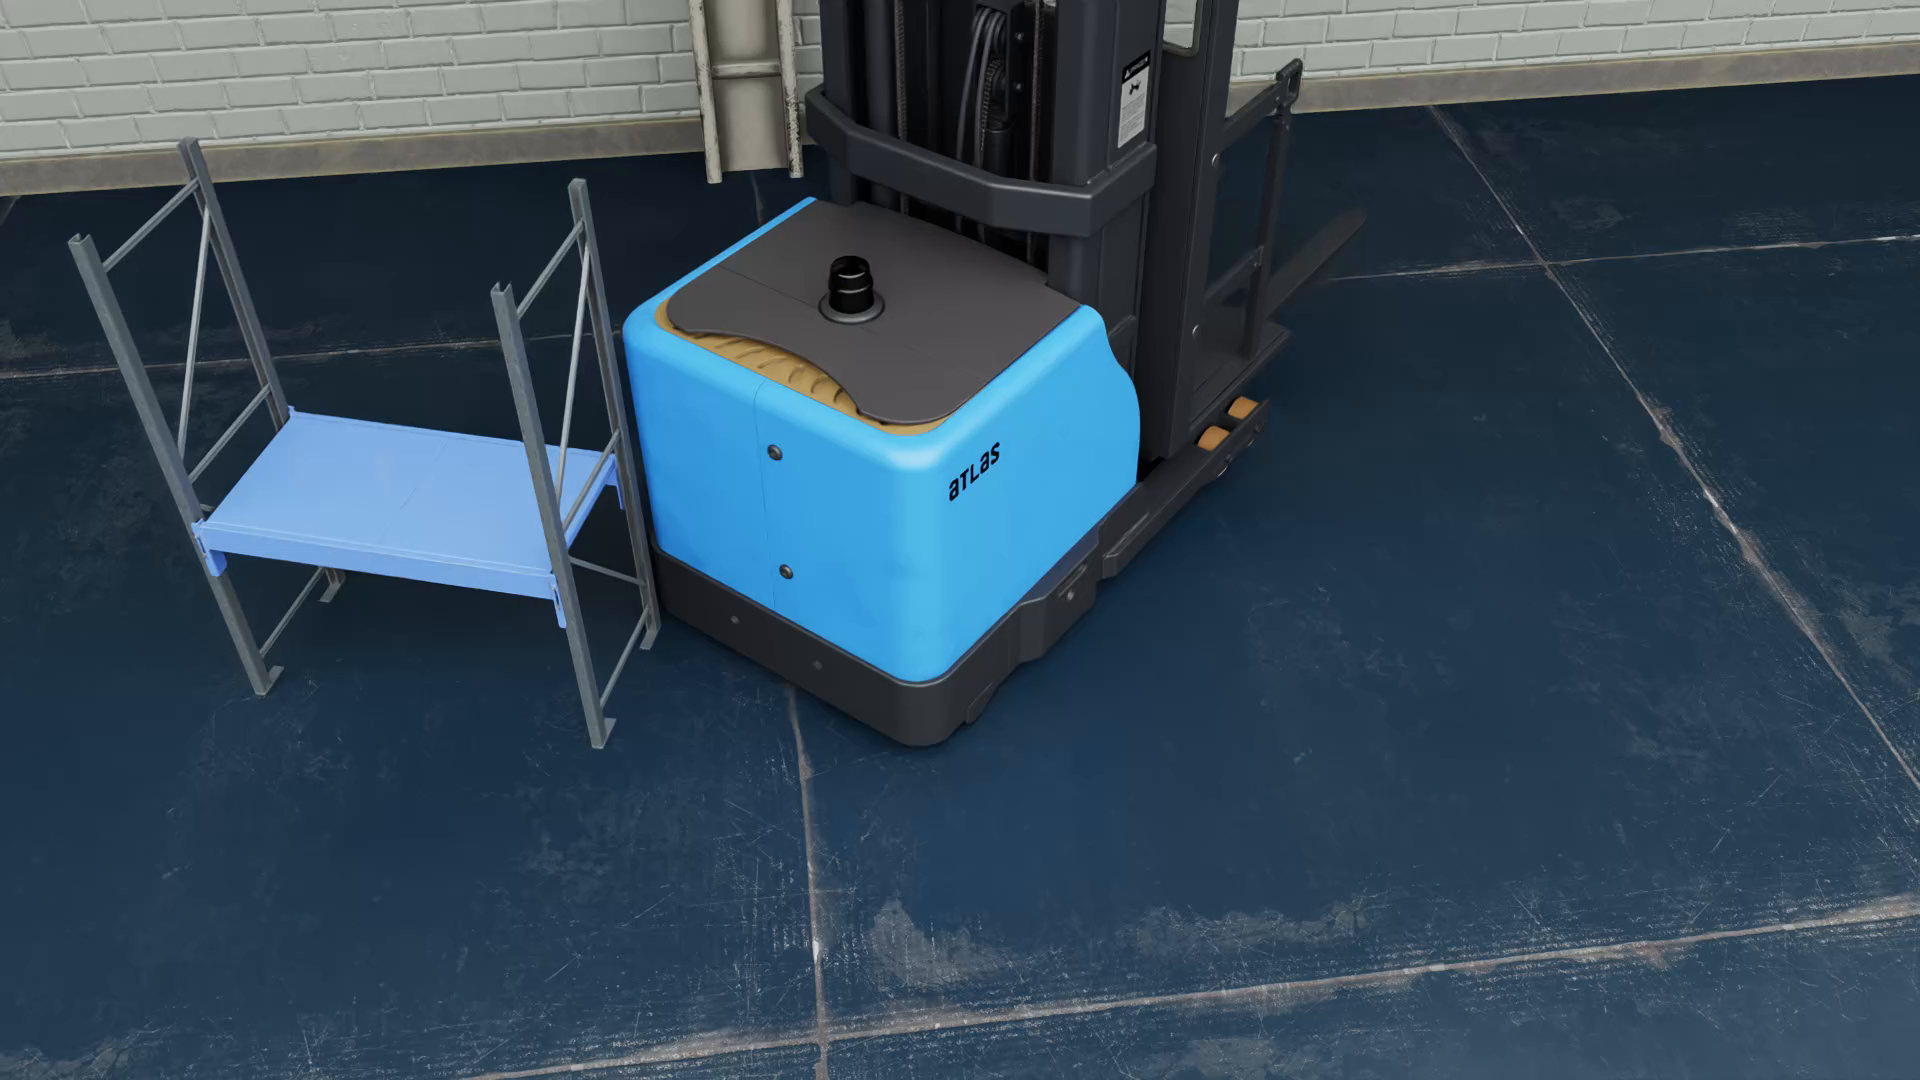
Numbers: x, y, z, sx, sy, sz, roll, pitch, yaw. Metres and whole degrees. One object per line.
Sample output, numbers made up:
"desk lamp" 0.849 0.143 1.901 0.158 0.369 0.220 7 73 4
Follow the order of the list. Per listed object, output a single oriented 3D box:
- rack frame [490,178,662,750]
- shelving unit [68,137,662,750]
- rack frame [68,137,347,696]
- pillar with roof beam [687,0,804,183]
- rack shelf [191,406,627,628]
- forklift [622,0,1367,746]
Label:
"rack frame" -0.955 -0.141 4.287 0.032 1.500 0.500 8 43 8
"shelving unit" -1.454 -0.209 4.362 1.048 1.500 0.538 8 43 8
"rack frame" -1.952 -0.276 4.436 0.032 1.500 0.500 8 43 8
"pillar with roof beam" -0.309 -2.079 0.836 0.400 9.000 9.100 -5 42 -6
"rack shelf" -1.454 -0.075 4.482 1.000 0.185 0.538 8 43 8
"forklift" 0.379 -1.471 4.693 1.130 2.935 3.031 26 48 26
